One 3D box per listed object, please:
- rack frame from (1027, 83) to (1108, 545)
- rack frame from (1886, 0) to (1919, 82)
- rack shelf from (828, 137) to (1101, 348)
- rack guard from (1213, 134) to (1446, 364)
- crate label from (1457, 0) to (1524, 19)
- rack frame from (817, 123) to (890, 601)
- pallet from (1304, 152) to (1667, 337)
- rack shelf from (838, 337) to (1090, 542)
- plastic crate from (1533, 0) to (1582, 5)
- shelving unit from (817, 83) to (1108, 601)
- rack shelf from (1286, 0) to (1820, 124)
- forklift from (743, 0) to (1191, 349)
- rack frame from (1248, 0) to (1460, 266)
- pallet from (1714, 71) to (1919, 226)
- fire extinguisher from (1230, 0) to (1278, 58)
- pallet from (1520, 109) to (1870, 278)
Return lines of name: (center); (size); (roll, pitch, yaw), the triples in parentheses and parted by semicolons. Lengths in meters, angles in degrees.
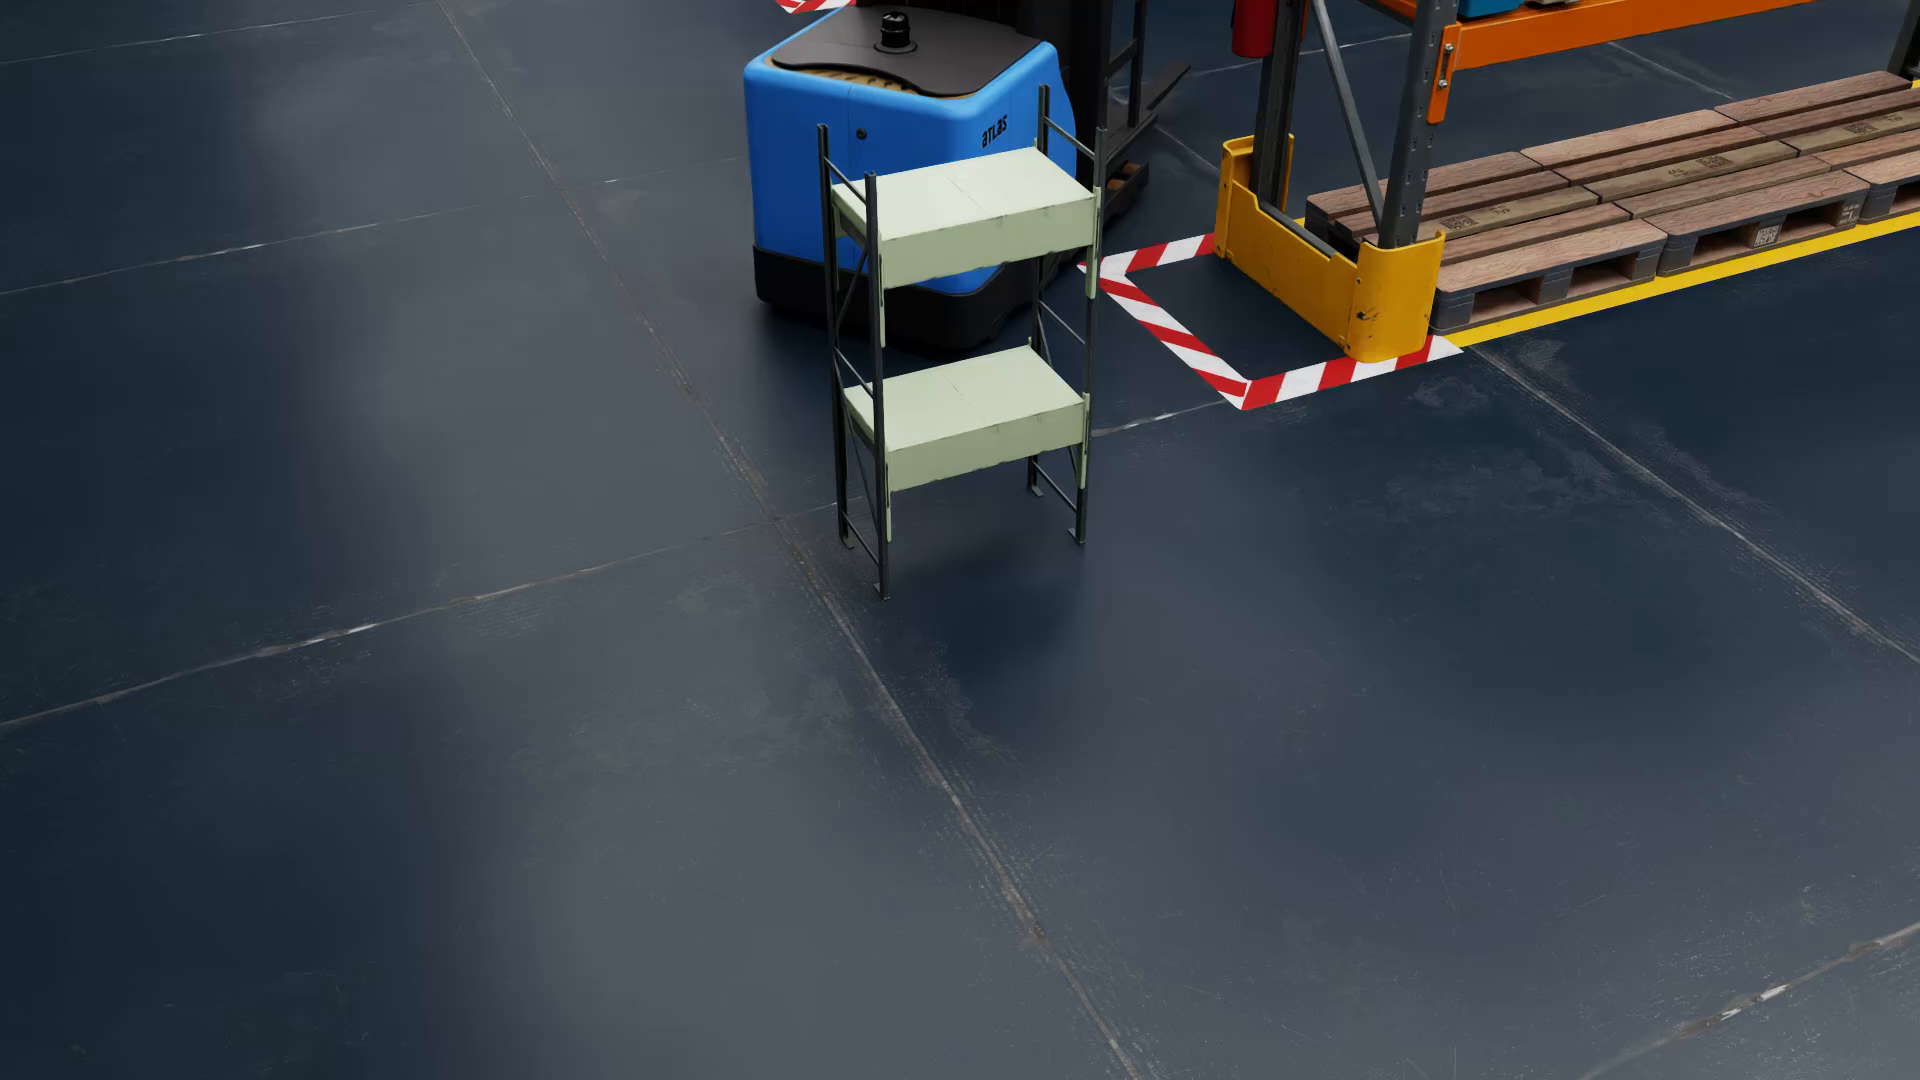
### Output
rack frame: (0.337, -0.697, 5.430); (0.023, 1.500, 0.400); (-16, 39, -20)
rack frame: (5.162, -3.288, 7.665); (0.127, 3.000, 1.000); (-16, 39, -20)
rack shelf: (0.006, -0.918, 5.073); (0.720, 0.370, 0.431); (-16, 39, -20)
rack guard: (1.525, -1.258, 7.027); (0.348, 0.500, 1.175); (-16, 39, -20)
crate label: (1.904, -2.117, 6.176); (0.303, 0.233, 0.416); (-16, 39, -20)
rack frame: (-0.325, -0.511, 5.181); (0.023, 1.500, 0.400); (-16, 39, -20)
pallet: (2.304, -1.343, 7.383); (1.213, 0.211, 1.003); (-16, 39, -20)
rack shelf: (0.006, -0.342, 5.500); (0.720, 0.370, 0.431); (-16, 39, -20)
plastic crate: (2.230, -2.115, 6.254); (0.298, 0.136, 0.250); (-16, 39, -20)
shelving unit: (0.006, -0.604, 5.305); (0.755, 1.500, 0.431); (-16, 39, -20)
rack shelf: (3.352, -2.492, 7.196); (4.000, 0.370, 1.077); (-16, 39, -20)
forklift: (0.247, -2.808, 7.076); (1.130, 2.935, 3.031); (17, 40, 21)
rack frame: (1.541, -2.275, 6.300); (0.127, 3.000, 1.000); (-16, 39, -20)
pallet: (4.513, -1.961, 8.216); (1.213, 0.211, 1.003); (-16, 39, -20)
fire extinguisher: (1.211, -2.301, 6.713); (0.183, 0.674, 0.296); (-16, 39, -20)
pallet: (3.407, -1.649, 7.797); (1.213, 0.211, 1.003); (-16, 39, -20)
